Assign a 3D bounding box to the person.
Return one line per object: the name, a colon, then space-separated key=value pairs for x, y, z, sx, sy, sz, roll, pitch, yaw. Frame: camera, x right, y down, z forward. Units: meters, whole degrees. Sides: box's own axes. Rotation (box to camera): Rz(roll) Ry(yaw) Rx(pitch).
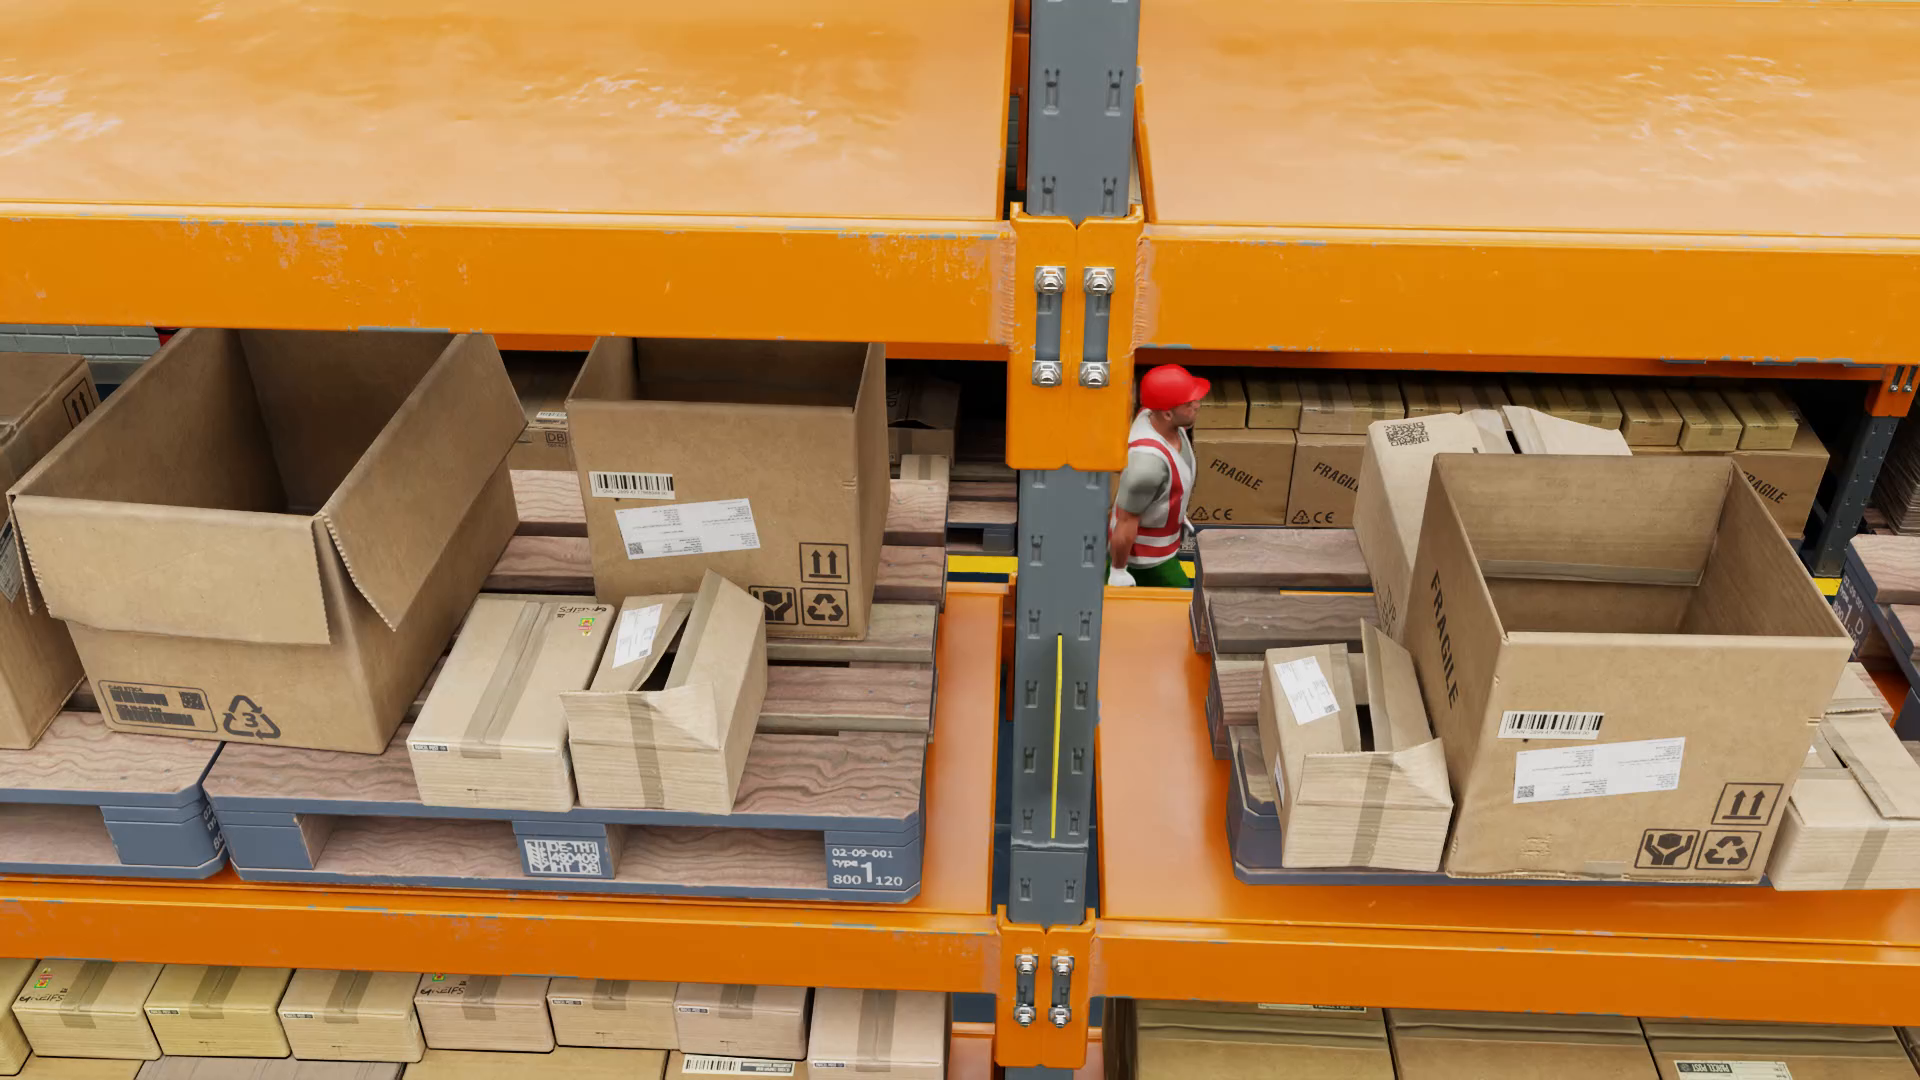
person: x=0.768 y=-0.002 z=7.111 sx=1.043 sy=1.750 sz=0.576 roll=5 pitch=36 yaw=8
